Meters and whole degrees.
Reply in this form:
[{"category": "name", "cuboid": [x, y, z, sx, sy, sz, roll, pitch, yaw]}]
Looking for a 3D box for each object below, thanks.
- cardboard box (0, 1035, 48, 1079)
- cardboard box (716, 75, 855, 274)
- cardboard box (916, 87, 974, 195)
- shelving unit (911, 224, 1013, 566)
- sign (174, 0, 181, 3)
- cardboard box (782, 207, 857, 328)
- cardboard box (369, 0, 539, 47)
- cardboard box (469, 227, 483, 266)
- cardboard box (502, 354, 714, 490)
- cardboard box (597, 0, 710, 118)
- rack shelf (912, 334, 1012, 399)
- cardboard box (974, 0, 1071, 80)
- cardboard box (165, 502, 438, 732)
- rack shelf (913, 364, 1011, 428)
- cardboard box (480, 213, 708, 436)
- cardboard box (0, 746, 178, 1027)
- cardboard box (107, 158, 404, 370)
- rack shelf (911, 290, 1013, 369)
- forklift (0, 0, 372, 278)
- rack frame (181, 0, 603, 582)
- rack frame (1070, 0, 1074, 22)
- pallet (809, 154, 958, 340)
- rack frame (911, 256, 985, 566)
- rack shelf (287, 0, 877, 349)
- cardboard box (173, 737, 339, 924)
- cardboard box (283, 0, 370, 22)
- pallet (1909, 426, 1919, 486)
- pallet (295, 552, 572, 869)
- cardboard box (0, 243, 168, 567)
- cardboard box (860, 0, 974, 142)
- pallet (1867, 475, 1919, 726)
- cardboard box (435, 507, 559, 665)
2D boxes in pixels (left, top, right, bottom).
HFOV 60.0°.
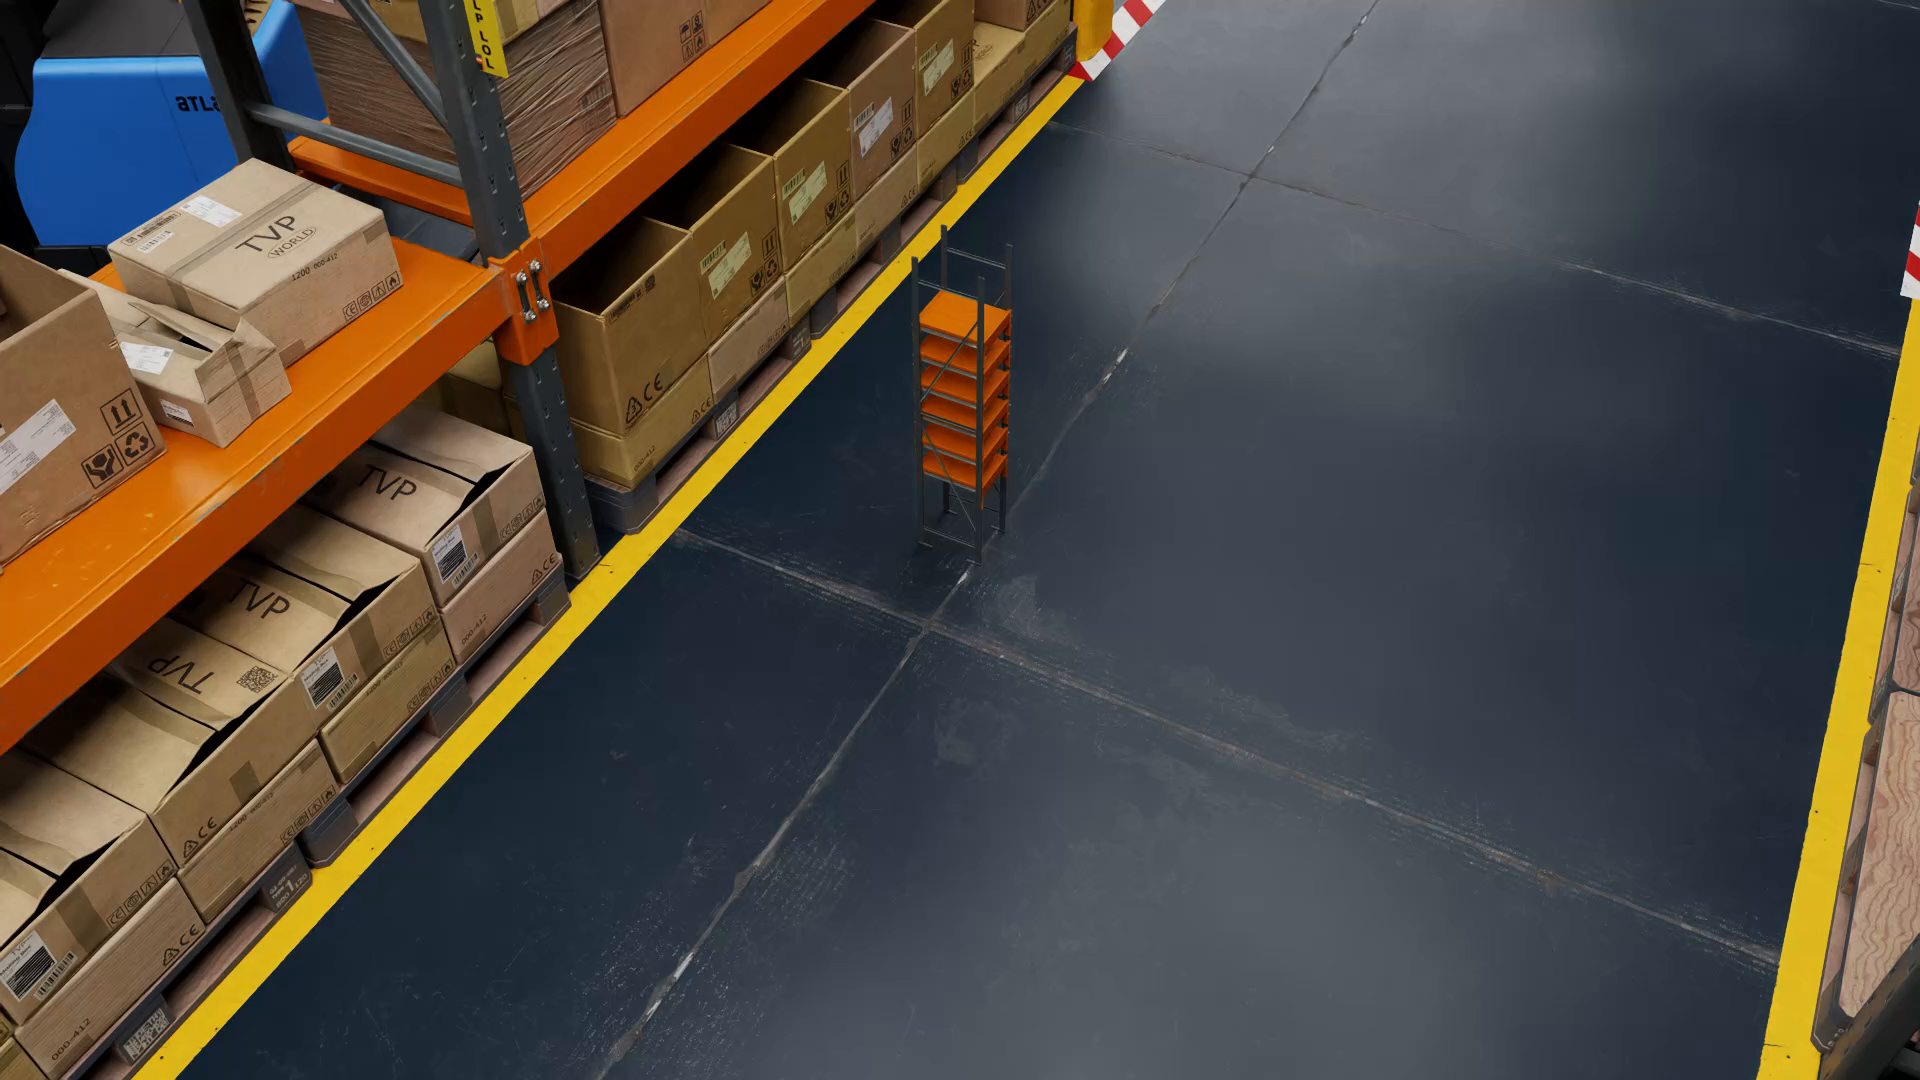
[{"category": "cardboard box", "cuboid": [-2.579, 1.344, 3.951, 0.500, 0.250, 0.500, 19, 48, 18]}, {"category": "cardboard box", "cuboid": [-0.738, -1.379, 6.115, 0.500, 0.500, 0.500, 20, 49, 19]}, {"category": "cardboard box", "cuboid": [-0.277, -1.746, 7.005, 0.500, 0.250, 0.500, 20, 49, 19]}, {"category": "shelving unit", "cuboid": [0.007, -0.431, 5.332, 0.258, 1.200, 0.189, 20, 49, 19]}, {"category": "sign", "cuboid": [-2.187, -1.630, 4.588, 0.100, 0.325, 0.005, 20, 49, 19]}, {"category": "cardboard box", "cuboid": [-0.737, -1.115, 6.381, 0.500, 0.250, 0.500, 20, 49, 19]}, {"category": "cardboard box", "cuboid": [-1.398, -1.484, 4.581, 0.380, 0.149, 0.250, 20, 49, 19]}, {"category": "cardboard box", "cuboid": [-1.430, -1.236, 5.973, 0.500, 0.500, 0.500, 20, 49, 19]}, {"category": "cardboard box", "cuboid": [-1.210, -0.489, 5.762, 0.500, 0.250, 0.500, 20, 49, 19]}, {"category": "cardboard box", "cuboid": [-1.255, -1.767, 5.317, 0.700, 0.500, 0.500, 20, 49, 19]}, {"category": "rack shelf", "cuboid": [0.007, -0.568, 5.193, 0.258, 0.103, 0.180, 20, 49, 19]}, {"category": "cardboard box", "cuboid": [0.175, -2.381, 7.632, 0.500, 0.250, 0.500, 20, 49, 19]}, {"category": "cardboard box", "cuboid": [-1.864, 0.186, 4.701, 0.500, 0.311, 0.500, 22, 49, 20]}, {"category": "rack shelf", "cuboid": [0.007, -0.484, 5.279, 0.258, 0.103, 0.180, 20, 49, 19]}, {"category": "cardboard box", "cuboid": [-1.202, -0.749, 5.492, 0.500, 0.500, 0.500, 20, 49, 19]}, {"category": "cardboard box", "cuboid": [-2.335, 0.815, 4.079, 0.500, 0.311, 0.500, 20, 49, 19]}, {"category": "cardboard box", "cuboid": [-1.884, -0.738, 4.476, 0.500, 0.250, 0.500, 23, 50, 21]}, {"category": "rack shelf", "cuboid": [0.007, -0.653, 5.108, 0.258, 0.103, 0.180, 20, 49, 19]}, {"category": "forklift", "cuboid": [-4.024, -2.305, 5.967, 3.031, 2.935, 1.130, -1, 45, -1]}, {"category": "rack frame", "cuboid": [-1.694, -1.115, 4.743, 1.000, 3.000, 0.127, 20, 49, 19]}, {"category": "rack frame", "cuboid": [0.163, -3.635, 7.234, 1.000, 3.000, 0.127, 20, 49, 19]}, {"category": "pallet", "cuboid": [-0.723, -1.394, 6.979, 1.003, 0.211, 1.213, 20, 49, 19]}, {"category": "rack frame", "cuboid": [-0.036, -0.373, 5.275, 0.240, 1.200, 0.006, 20, 49, 19]}, {"category": "rack shelf", "cuboid": [-0.766, -2.122, 6.245, 1.077, 0.370, 4.000, 20, 49, 19]}, {"category": "cardboard box", "cuboid": [-2.103, 0.701, 4.586, 0.500, 0.250, 0.500, 21, 49, 20]}, {"category": "cardboard box", "cuboid": [-1.758, -1.621, 4.716, 0.380, 0.149, 0.250, 20, 49, 19]}, {"category": "pallet", "cuboid": [4.108, -0.474, 6.070, 1.003, 0.211, 1.213, 20, 49, 19]}, {"category": "pallet", "cuboid": [-2.002, 0.342, 5.264, 1.003, 0.211, 1.213, 20, 49, 19]}, {"category": "cardboard box", "cuboid": [-2.310, -0.340, 3.907, 0.500, 0.500, 0.500, 24, 50, 22]}, {"category": "cardboard box", "cuboid": [-0.274, -2.009, 6.737, 0.500, 0.500, 0.500, 20, 49, 19]}, {"category": "pallet", "cuboid": [3.541, 0.292, 5.313, 1.003, 0.211, 1.213, 20, 49, 19]}, {"category": "cardboard box", "cuboid": [-1.630, 0.060, 5.219, 0.500, 0.250, 0.500, 20, 49, 19]}]
